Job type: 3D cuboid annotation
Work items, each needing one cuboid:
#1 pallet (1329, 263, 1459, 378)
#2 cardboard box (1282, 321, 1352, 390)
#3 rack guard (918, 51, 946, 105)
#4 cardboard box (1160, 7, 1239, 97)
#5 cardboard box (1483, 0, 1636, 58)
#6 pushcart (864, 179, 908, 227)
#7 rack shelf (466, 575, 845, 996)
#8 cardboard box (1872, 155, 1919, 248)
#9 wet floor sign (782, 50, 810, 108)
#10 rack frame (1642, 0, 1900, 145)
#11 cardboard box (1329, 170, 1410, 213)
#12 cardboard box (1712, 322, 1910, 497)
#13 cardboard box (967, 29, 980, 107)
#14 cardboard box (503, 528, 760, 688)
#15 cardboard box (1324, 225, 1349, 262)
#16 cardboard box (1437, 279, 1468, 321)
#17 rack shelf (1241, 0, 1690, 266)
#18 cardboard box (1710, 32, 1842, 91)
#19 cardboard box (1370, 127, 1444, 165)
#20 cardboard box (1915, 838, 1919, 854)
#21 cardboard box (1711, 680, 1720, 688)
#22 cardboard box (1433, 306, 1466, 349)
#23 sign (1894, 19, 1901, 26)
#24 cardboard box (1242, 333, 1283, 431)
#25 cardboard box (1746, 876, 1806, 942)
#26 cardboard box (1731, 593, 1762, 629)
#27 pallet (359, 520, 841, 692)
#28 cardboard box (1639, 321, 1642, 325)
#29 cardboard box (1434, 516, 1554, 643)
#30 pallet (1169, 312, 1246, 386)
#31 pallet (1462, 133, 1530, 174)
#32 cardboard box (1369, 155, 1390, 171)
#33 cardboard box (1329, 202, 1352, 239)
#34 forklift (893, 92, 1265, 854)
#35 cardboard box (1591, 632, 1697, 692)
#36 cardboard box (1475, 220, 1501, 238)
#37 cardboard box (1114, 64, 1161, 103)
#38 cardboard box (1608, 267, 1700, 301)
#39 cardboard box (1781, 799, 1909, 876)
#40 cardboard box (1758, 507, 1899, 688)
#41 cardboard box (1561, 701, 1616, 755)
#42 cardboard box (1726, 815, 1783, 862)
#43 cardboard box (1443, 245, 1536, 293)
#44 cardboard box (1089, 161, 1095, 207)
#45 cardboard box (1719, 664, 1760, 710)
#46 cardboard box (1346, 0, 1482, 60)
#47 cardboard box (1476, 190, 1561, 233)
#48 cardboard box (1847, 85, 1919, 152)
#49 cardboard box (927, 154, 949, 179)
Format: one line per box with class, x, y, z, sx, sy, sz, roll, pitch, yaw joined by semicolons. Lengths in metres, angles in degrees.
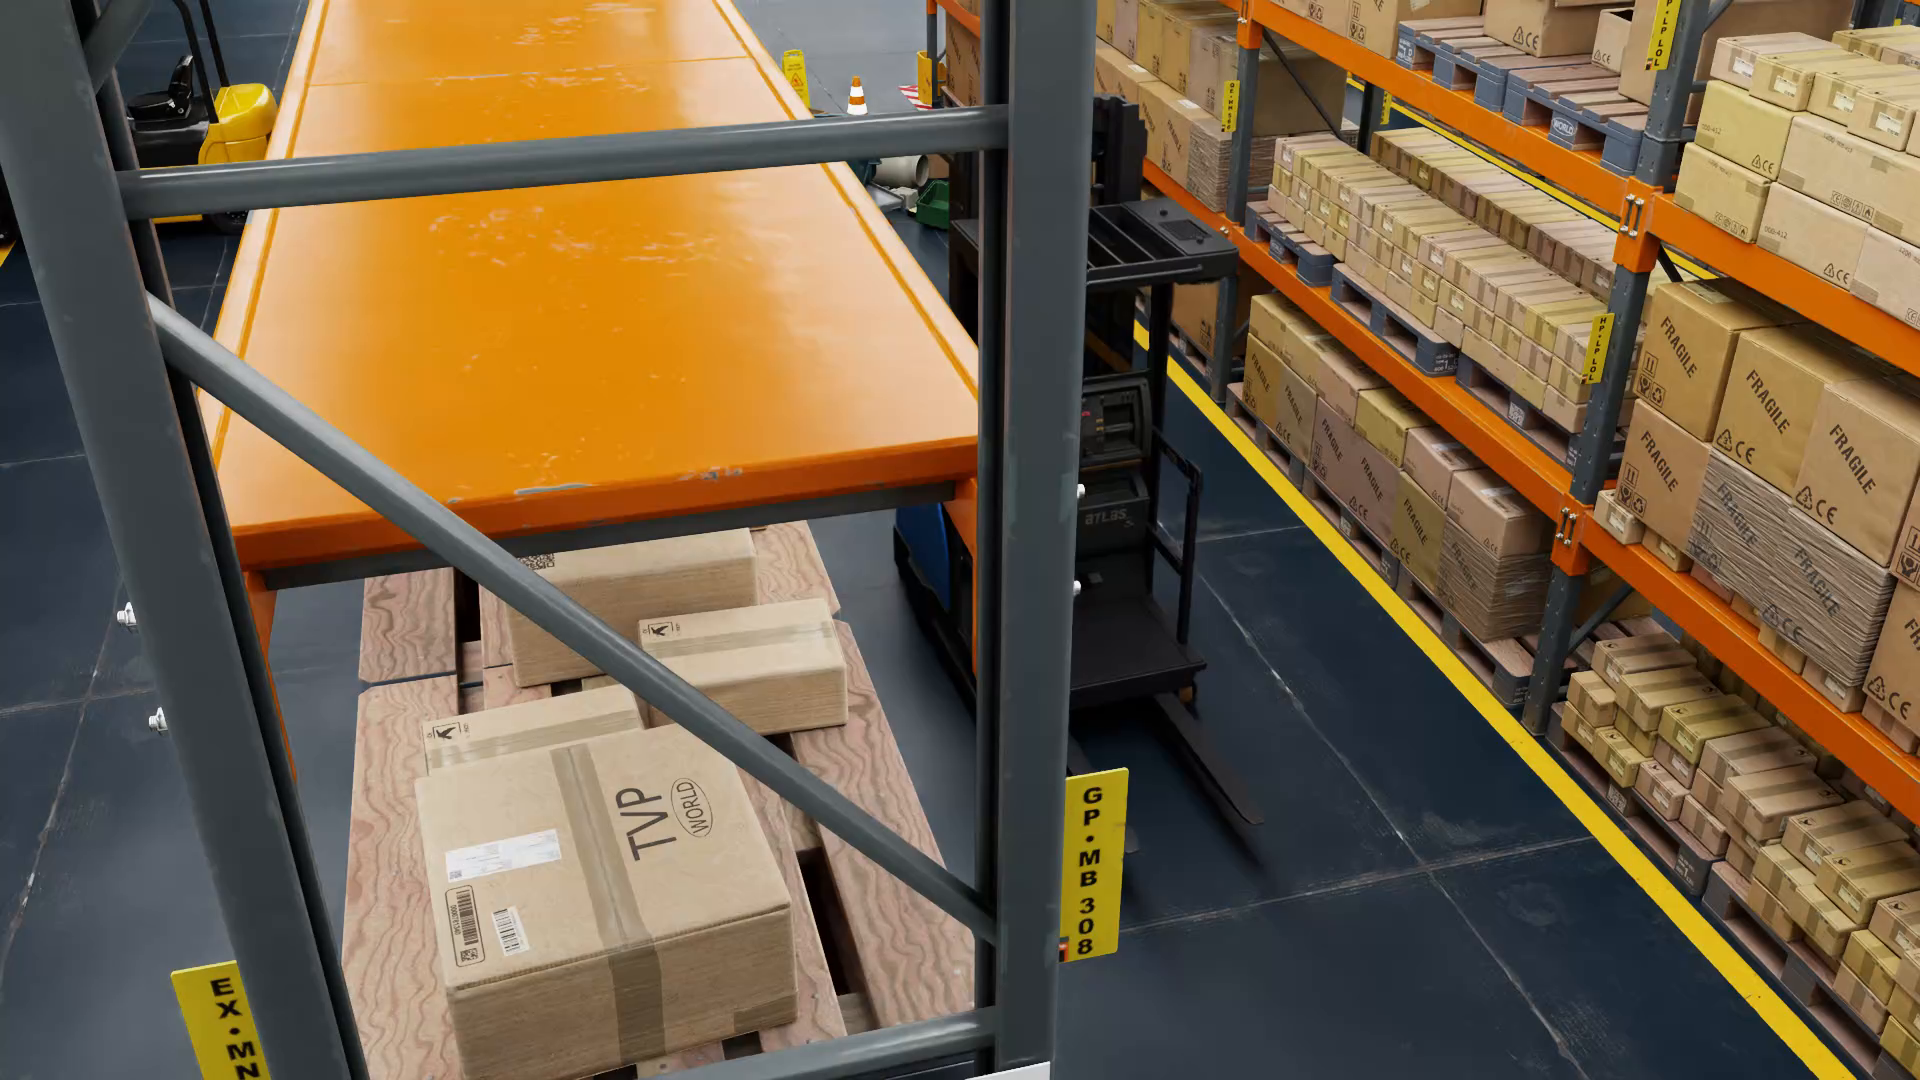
pallet;2.825;-1.307;9.436;1.003;0.211;1.213;-8;31;-13
cardboard box;2.344;-1.155;10.309;0.500;0.250;0.500;-8;31;-14
rack guard;0.130;-5.134;18.352;1.175;0.500;0.348;-8;31;-13
cardboard box;1.876;-3.526;11.981;0.700;0.500;0.500;-8;31;-14
cardboard box;3.038;-2.697;8.129;0.797;0.503;0.637;-8;31;-14
pushcart;-1.363;-2.758;14.369;1.648;0.377;0.936;-20;35;-30
rack shelf;-0.893;0.277;4.231;1.077;0.370;4.000;-8;31;-13
cardboard box;3.466;-1.108;5.557;0.500;0.250;0.500;-7;31;-12
wet floor sign;-1.780;-4.936;17.865;0.267;0.644;0.232;-13;33;-22
rack frame;3.321;-3.005;6.190;1.000;3.000;0.127;-8;31;-13
cardboard box;2.400;-2.046;9.759;0.380;0.149;0.250;-9;31;-15
cardboard box;3.358;-0.515;6.481;0.500;0.500;0.500;-9;31;-15
cardboard box;0.616;-4.723;16.849;0.875;0.875;0.875;-8;31;-14
cardboard box;-0.712;0.016;3.535;0.500;0.311;0.500;-7;31;-12
cardboard box;2.400;-1.781;9.895;0.380;0.149;0.250;-6;31;-11
cardboard box;2.747;-1.281;8.734;0.380;0.149;0.250;-9;31;-16
rack shelf;2.791;-2.361;8.790;1.077;0.370;4.000;-8;31;-13
cardboard box;3.165;-1.858;6.455;0.380;0.149;0.250;-8;31;-14
cardboard box;2.832;-2.495;10.535;0.380;0.149;0.250;-9;31;-15
cardboard box;4.044;1.278;6.612;0.380;0.149;0.250;-8;31;-13
cardboard box;3.711;0.625;8.037;0.380;0.149;0.250;-7;31;-12
cardboard box;2.746;-1.148;8.801;0.380;0.149;0.250;-9;31;-15
sign;3.843;-2.006;6.943;0.100;0.325;0.005;-8;31;-13
cardboard box;2.202;-1.065;10.903;0.500;0.500;0.500;-9;31;-15
cardboard box;3.492;1.483;6.851;0.380;0.149;0.250;-9;31;-15
cardboard box;3.409;0.249;6.807;0.380;0.149;0.250;-9;31;-15
pallet;-0.897;0.023;4.041;1.003;0.211;1.213;-8;31;-13
cardboard box;3.521;-1.111;8.441;0.380;0.149;0.250;-7;31;-12
cardboard box;2.882;0.168;8.773;0.500;0.500;0.500;-8;31;-14
pallet;2.123;-1.524;12.404;1.003;0.211;1.213;-8;31;-13
pallet;5.795;-3.996;16.674;1.003;0.211;1.213;-8;31;-13
cardboard box;2.830;-2.364;10.606;0.380;0.149;0.250;-7;31;-12
cardboard box;2.410;-1.901;9.806;0.380;0.149;0.250;-8;31;-13
forklift;0.563;-0.492;7.906;1.130;2.935;3.031;-9;31;-16
cardboard box;3.213;0.580;7.818;0.380;0.149;0.250;-7;31;-11
cardboard box;3.174;-1.742;9.530;0.380;0.149;0.250;-7;31;-12
cardboard box;1.478;-3.295;12.580;0.500;0.500;0.500;-7;31;-13
cardboard box;3.515;-1.249;8.382;0.380;0.149;0.250;-8;31;-13
cardboard box;3.576;1.214;6.722;0.380;0.149;0.250;-9;31;-15
cardboard box;3.447;0.178;6.282;0.500;0.500;0.500;-9;31;-14
cardboard box;3.108;0.862;7.924;0.380;0.149;0.250;-9;31;-15
cardboard box;3.481;1.222;7.005;0.380;0.149;0.250;-6;31;-11
cardboard box;2.756;-1.408;8.657;0.380;0.149;0.250;-9;31;-15
cardboard box;1.449;-3.193;14.329;1.050;0.750;0.750;-8;31;-14
cardboard box;3.773;0.641;7.711;0.380;0.149;0.250;-7;31;-13
cardboard box;2.432;-2.889;8.885;0.500;0.500;0.500;-8;31;-13
cardboard box;3.173;-1.870;9.456;0.380;0.149;0.250;-6;31;-11
cardboard box;3.351;-1.477;5.797;0.380;0.149;0.250;-9;31;-15
cardboard box;-0.203;-3.805;16.053;0.500;0.500;0.500;-3;30;-5
